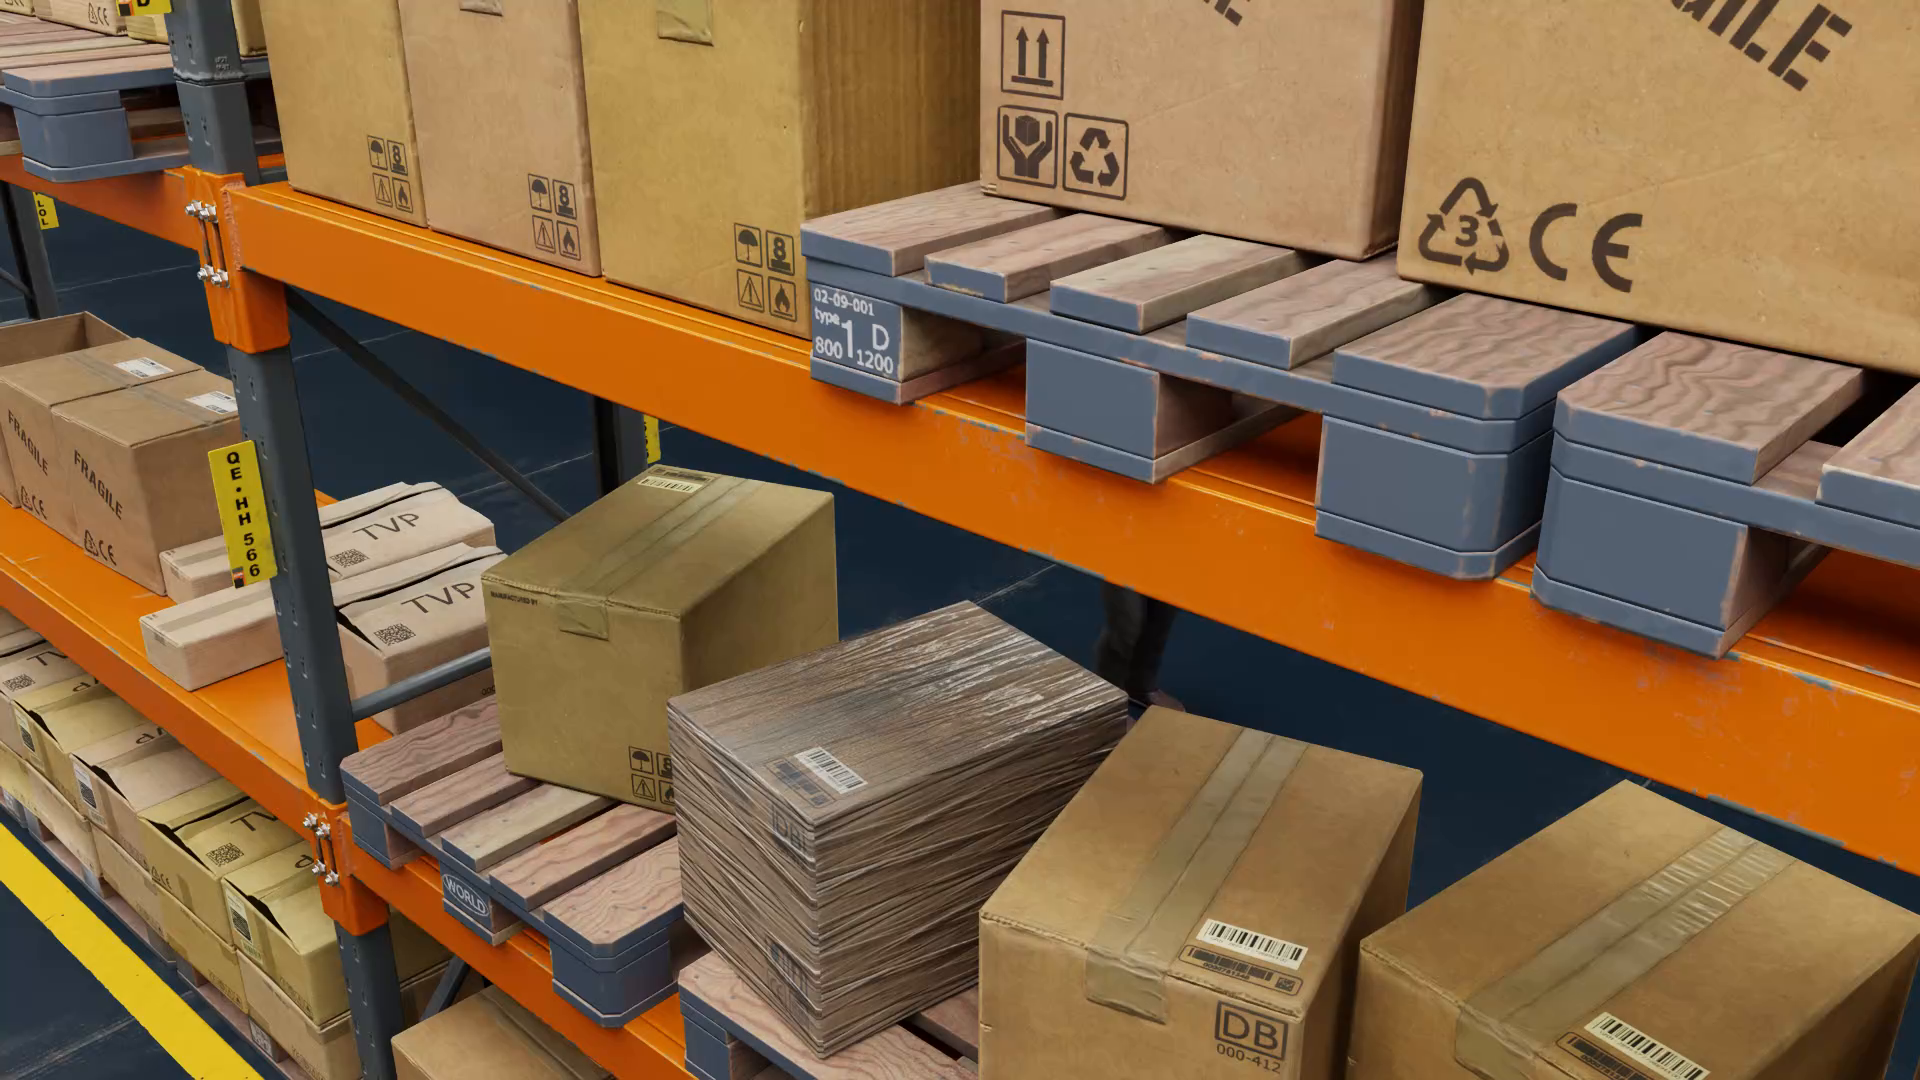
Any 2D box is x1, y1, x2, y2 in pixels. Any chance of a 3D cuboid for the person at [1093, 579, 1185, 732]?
[{"bbox_3d":[0.788,0.012,6.594,0.502,1.656,0.445,20,31,38],"label":"person"}]
